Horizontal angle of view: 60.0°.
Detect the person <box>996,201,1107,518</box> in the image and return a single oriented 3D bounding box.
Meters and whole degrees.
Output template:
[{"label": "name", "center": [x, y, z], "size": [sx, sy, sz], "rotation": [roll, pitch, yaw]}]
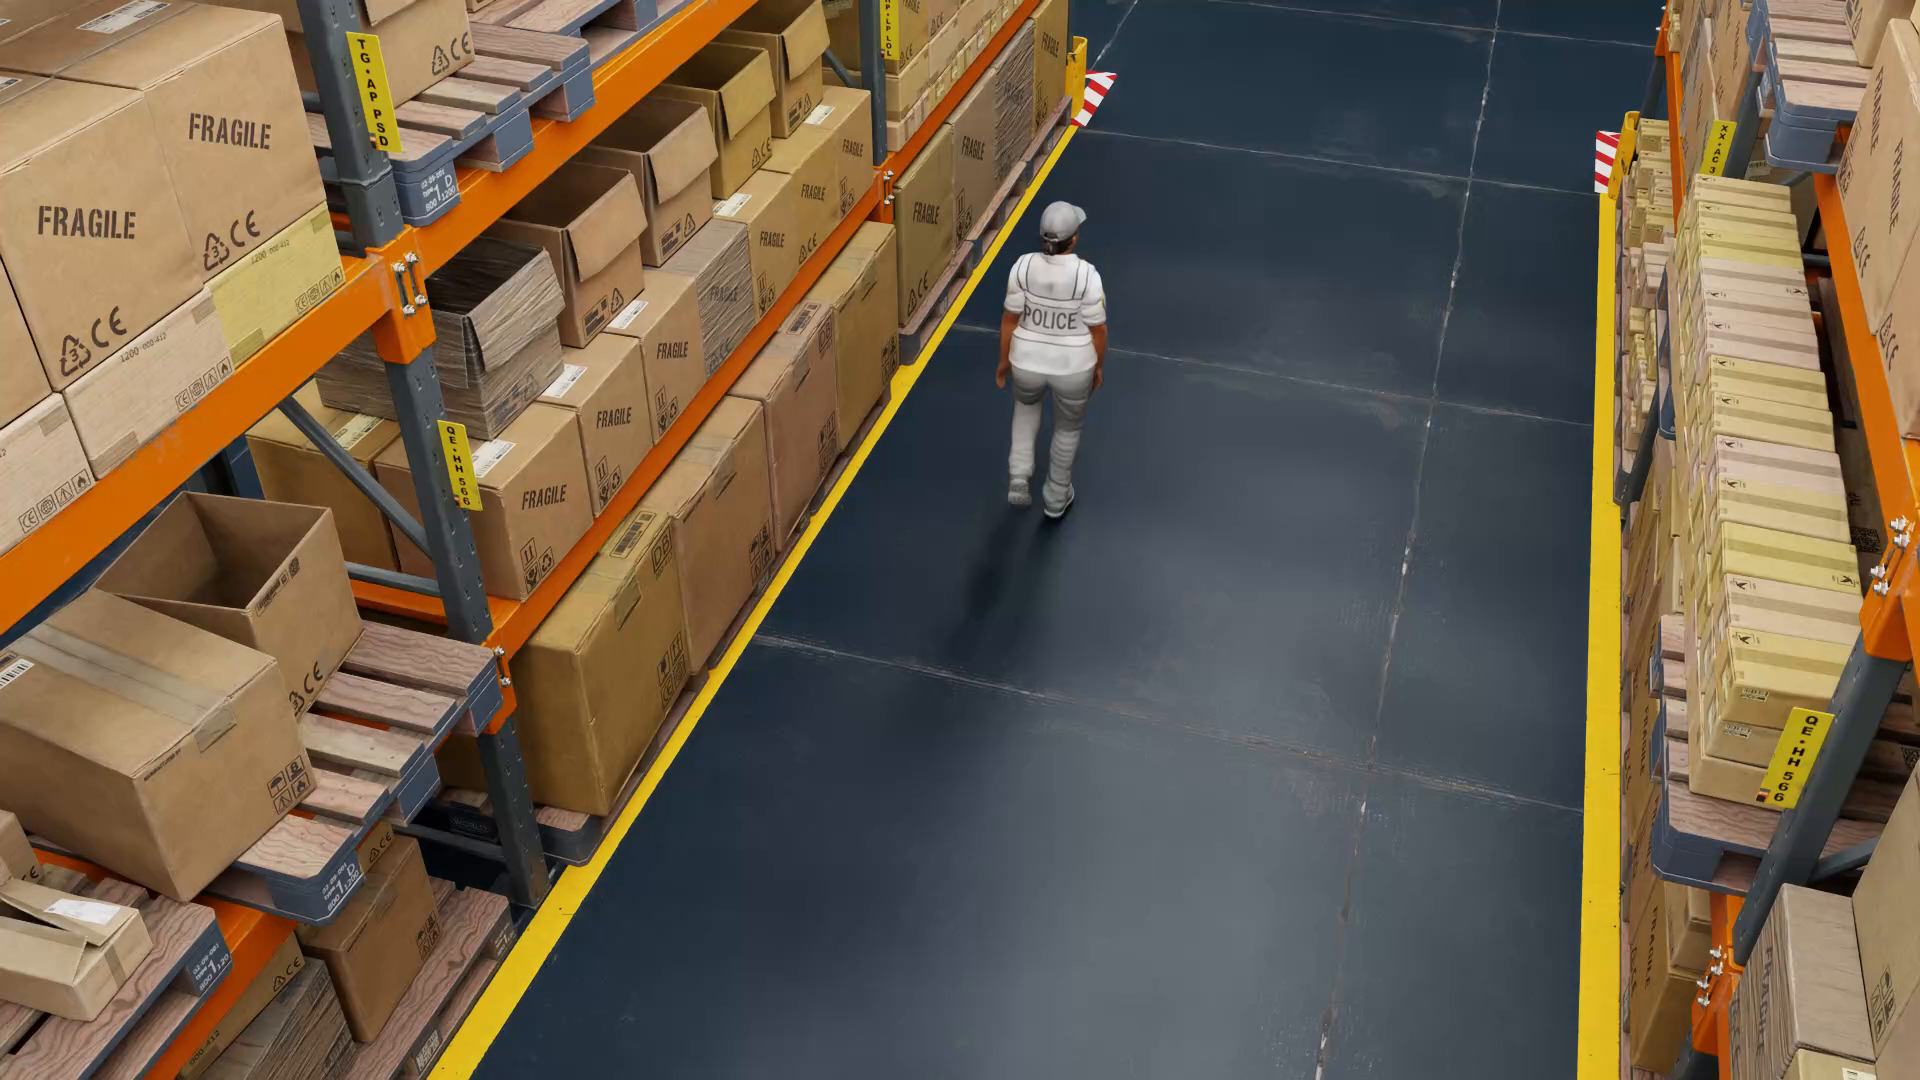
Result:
[{"label": "person", "center": [0.446, -0.856, 7.973], "size": [0.514, 1.664, 0.458], "rotation": [11, 39, 14]}]
